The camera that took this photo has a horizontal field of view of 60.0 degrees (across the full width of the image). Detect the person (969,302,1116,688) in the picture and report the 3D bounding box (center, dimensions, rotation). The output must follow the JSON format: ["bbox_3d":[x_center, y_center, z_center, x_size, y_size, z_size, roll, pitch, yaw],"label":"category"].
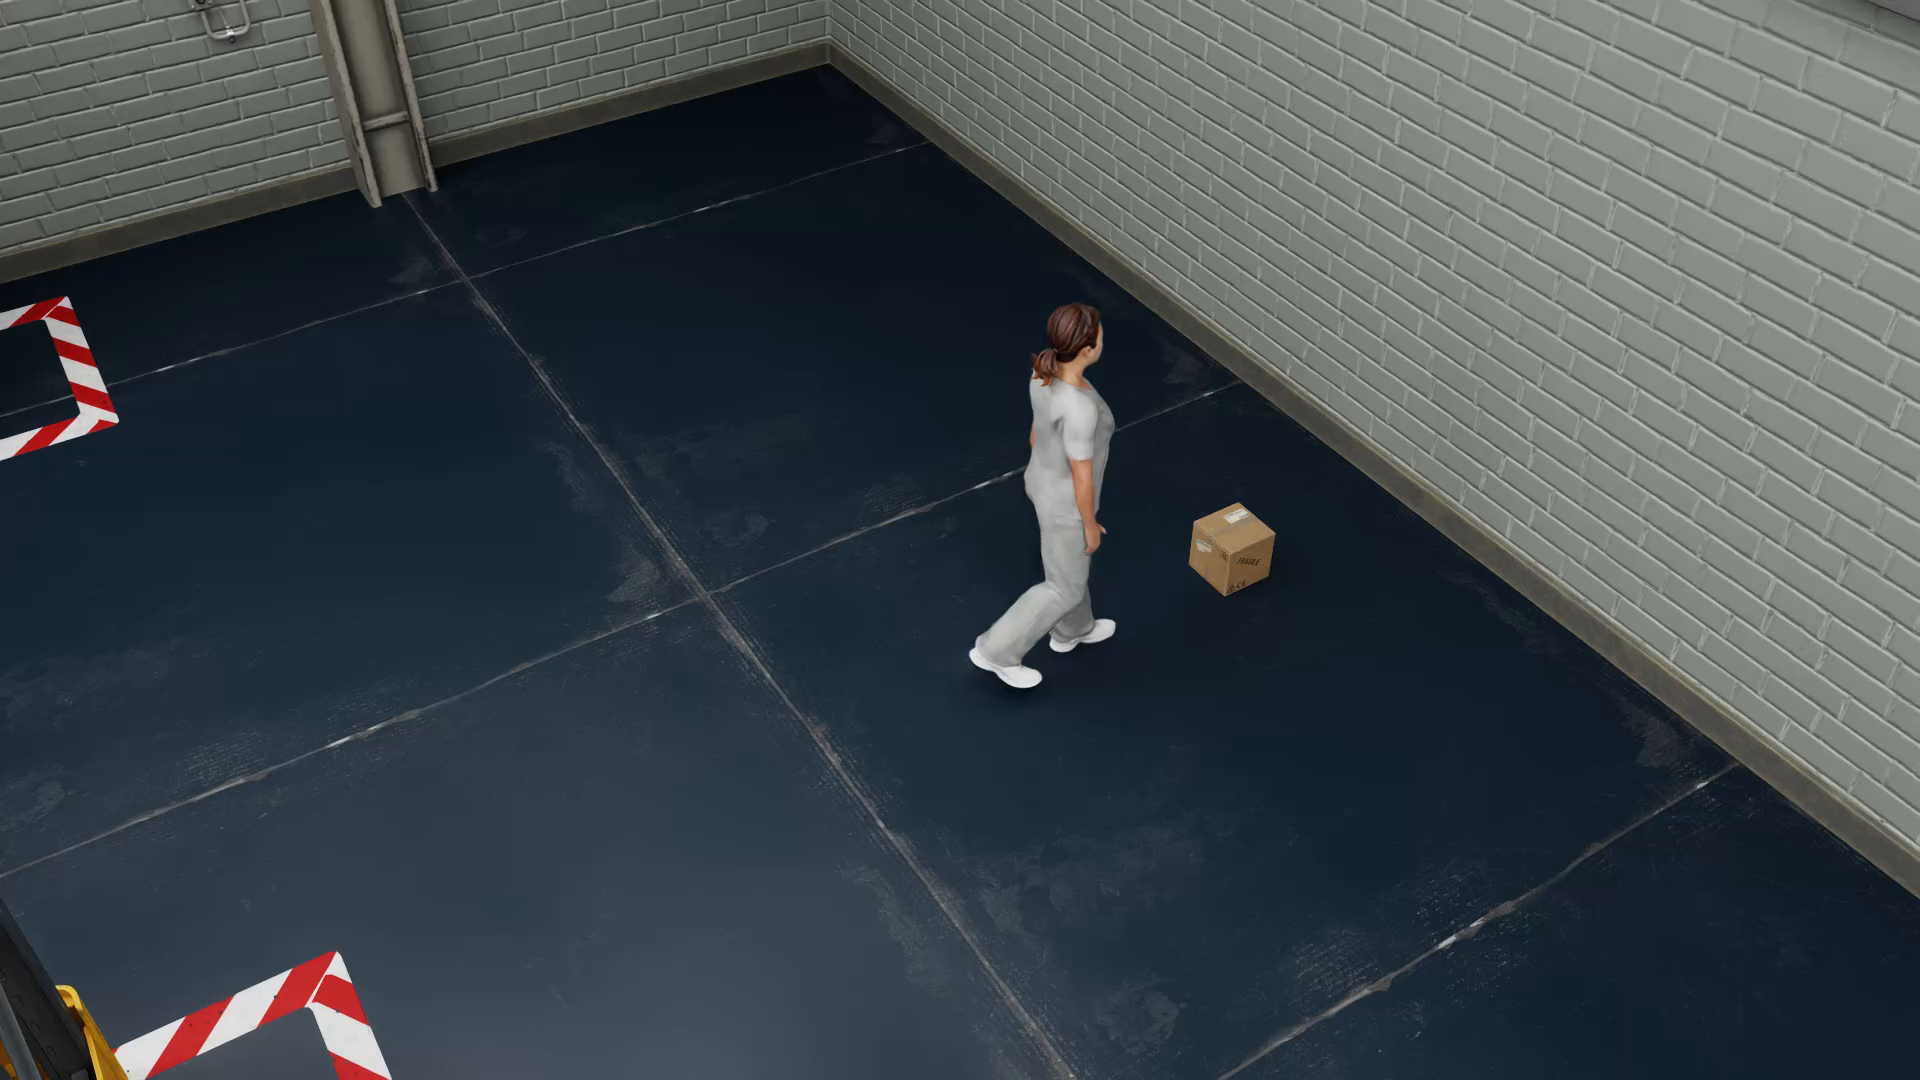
[{"bbox_3d":[0.350,-0.147,6.327,0.681,1.678,0.460,-11,42,-12],"label":"person"}]
